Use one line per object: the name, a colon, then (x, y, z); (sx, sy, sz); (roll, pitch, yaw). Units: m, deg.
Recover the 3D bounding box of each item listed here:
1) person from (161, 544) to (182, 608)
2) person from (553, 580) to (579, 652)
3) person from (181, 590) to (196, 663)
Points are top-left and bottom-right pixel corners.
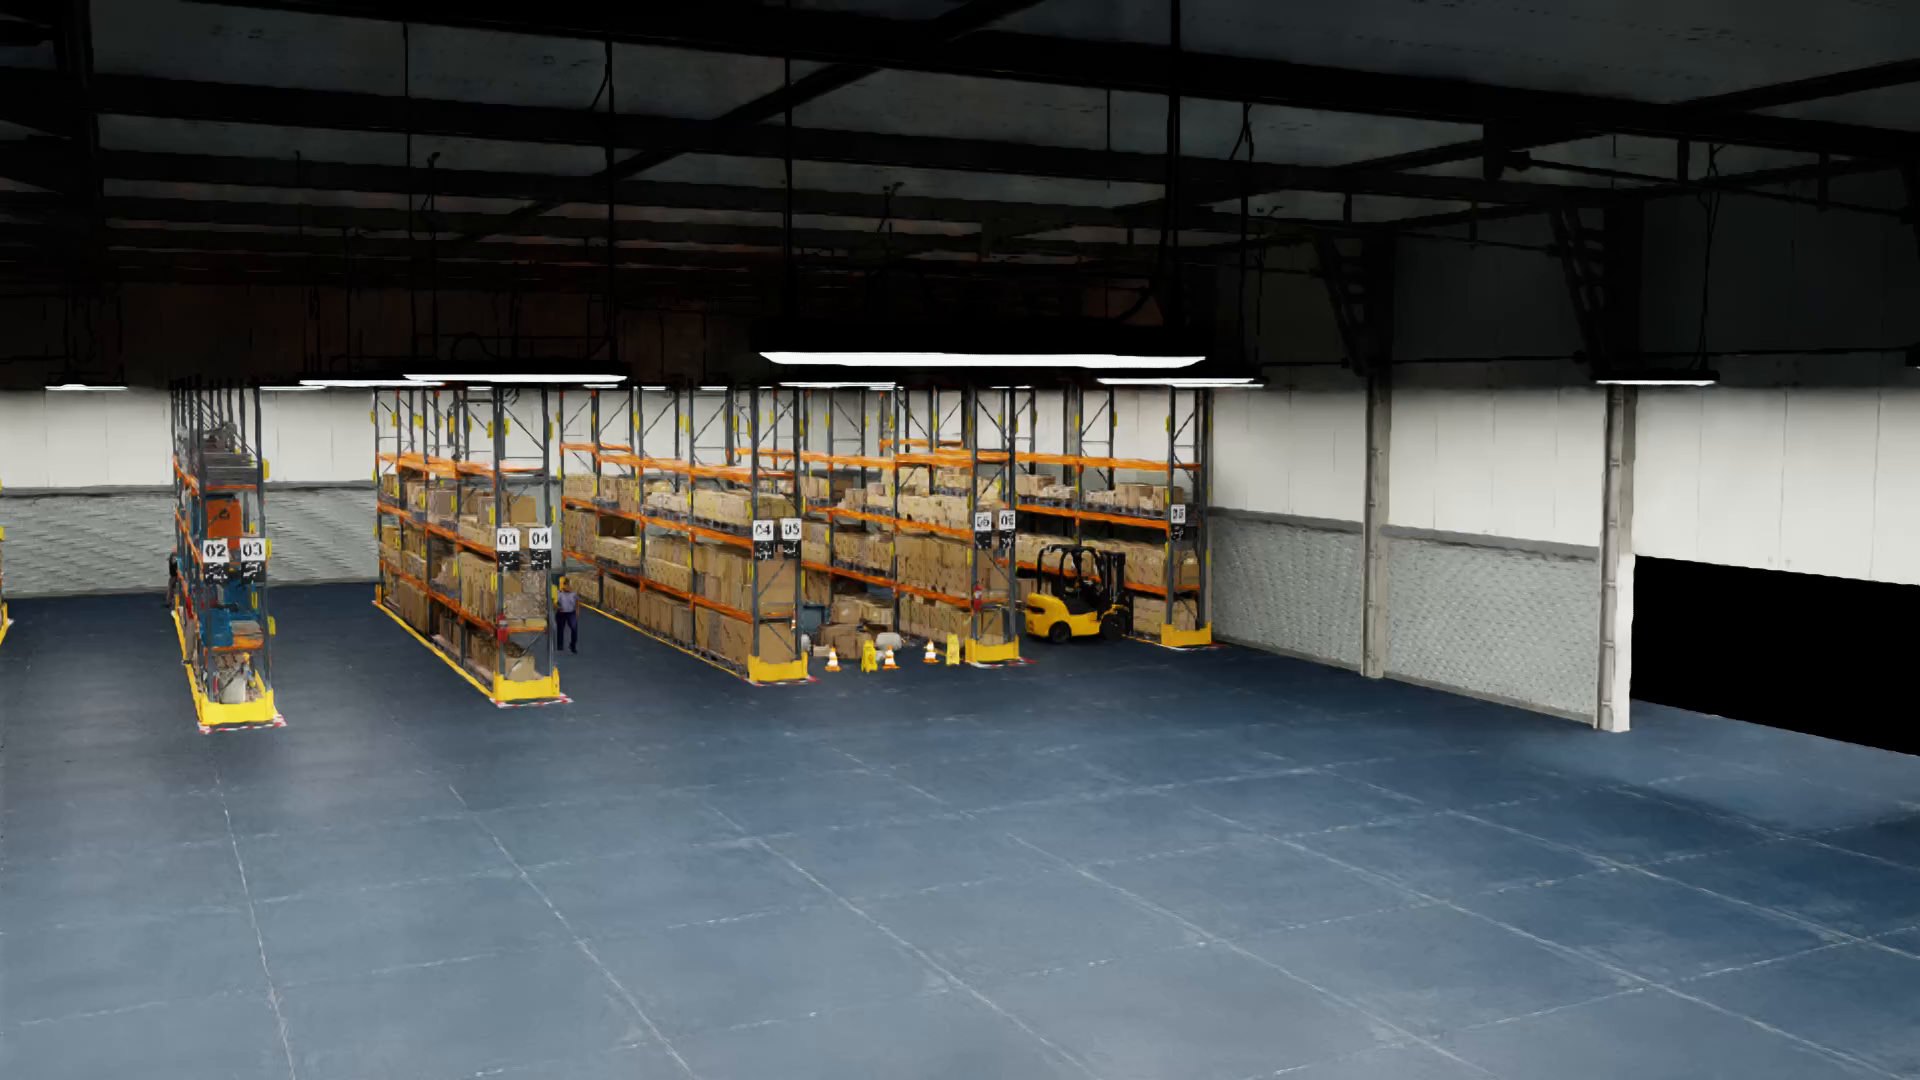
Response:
person: (-20.841, 0.947, 44.301); (0.580, 1.680, 0.933); (0, 5, 2)
person: (-8.711, 1.667, 36.793); (0.628, 1.583, 0.828); (-2, 5, -21)
person: (-15.959, 1.724, 34.871); (0.583, 1.682, 0.987); (0, 5, -5)
